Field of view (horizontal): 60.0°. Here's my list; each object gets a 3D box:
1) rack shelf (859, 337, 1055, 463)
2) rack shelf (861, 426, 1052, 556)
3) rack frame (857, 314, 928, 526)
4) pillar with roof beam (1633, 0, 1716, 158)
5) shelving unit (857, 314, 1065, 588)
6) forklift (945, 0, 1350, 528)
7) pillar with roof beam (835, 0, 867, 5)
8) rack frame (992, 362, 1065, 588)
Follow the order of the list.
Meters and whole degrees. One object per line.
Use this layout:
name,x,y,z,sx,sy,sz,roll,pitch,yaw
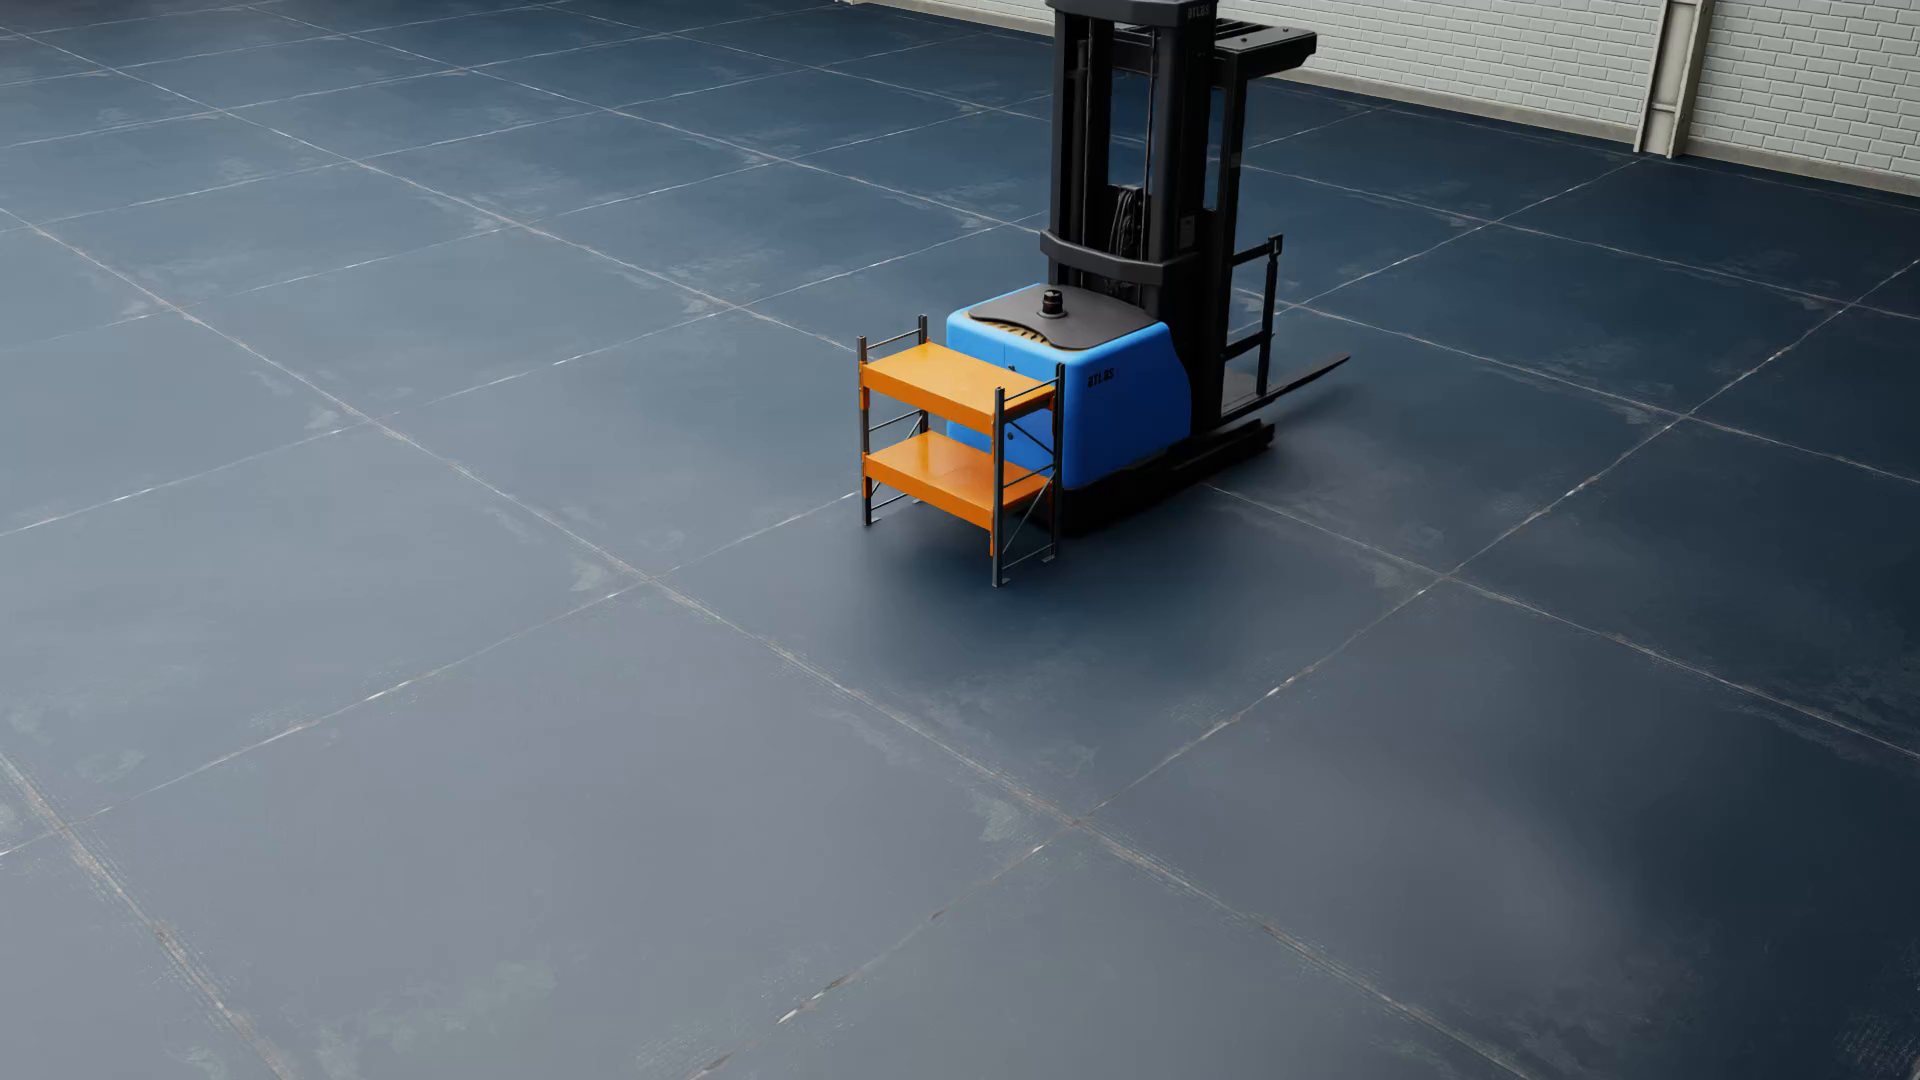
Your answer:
rack shelf,-0.005,-0.759,8.856,1.000,0.278,0.538,25,36,38
rack shelf,-0.005,-0.284,9.106,1.000,0.278,0.538,25,36,38
rack frame,-0.367,-0.666,9.308,0.032,1.125,0.500,25,36,38
pillar with roof beam,3.970,-6.434,11.817,0.400,9.000,9.100,25,36,38
shelving unit,-0.005,-0.500,8.992,1.048,1.125,0.538,25,36,38
forklift,1.306,-1.948,9.806,3.031,2.935,1.130,-25,37,-39
pillar with roof beam,-4.587,-10.349,19.263,0.400,9.000,9.100,25,36,38
rack frame,0.358,-0.334,8.677,0.032,1.125,0.500,25,36,38
